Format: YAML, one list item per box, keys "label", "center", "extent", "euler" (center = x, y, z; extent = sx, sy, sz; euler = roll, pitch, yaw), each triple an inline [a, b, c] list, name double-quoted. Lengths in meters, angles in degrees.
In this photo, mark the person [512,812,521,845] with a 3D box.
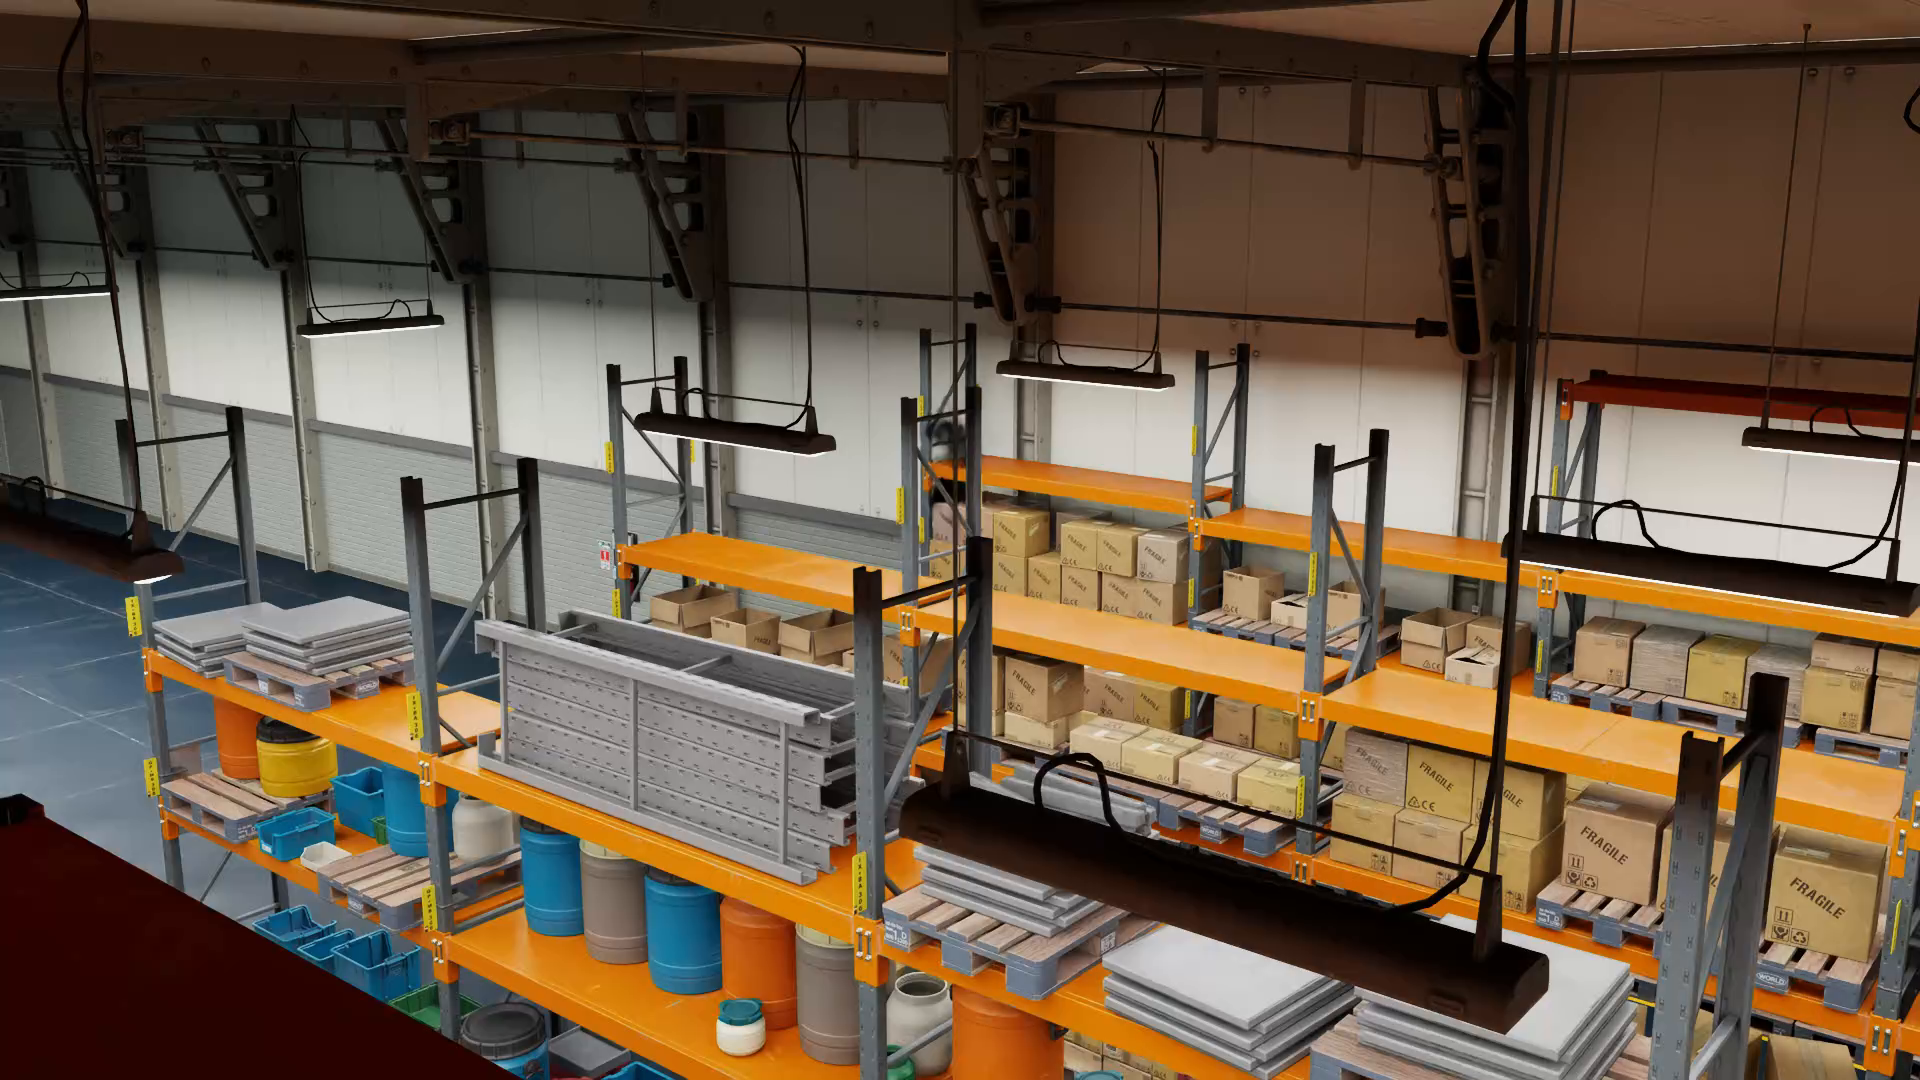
- label: "person"
  center: [-4.973, 2.985, 19.257]
  extent: [0.729, 1.738, 0.672]
  euler: [-3, 13, -12]
